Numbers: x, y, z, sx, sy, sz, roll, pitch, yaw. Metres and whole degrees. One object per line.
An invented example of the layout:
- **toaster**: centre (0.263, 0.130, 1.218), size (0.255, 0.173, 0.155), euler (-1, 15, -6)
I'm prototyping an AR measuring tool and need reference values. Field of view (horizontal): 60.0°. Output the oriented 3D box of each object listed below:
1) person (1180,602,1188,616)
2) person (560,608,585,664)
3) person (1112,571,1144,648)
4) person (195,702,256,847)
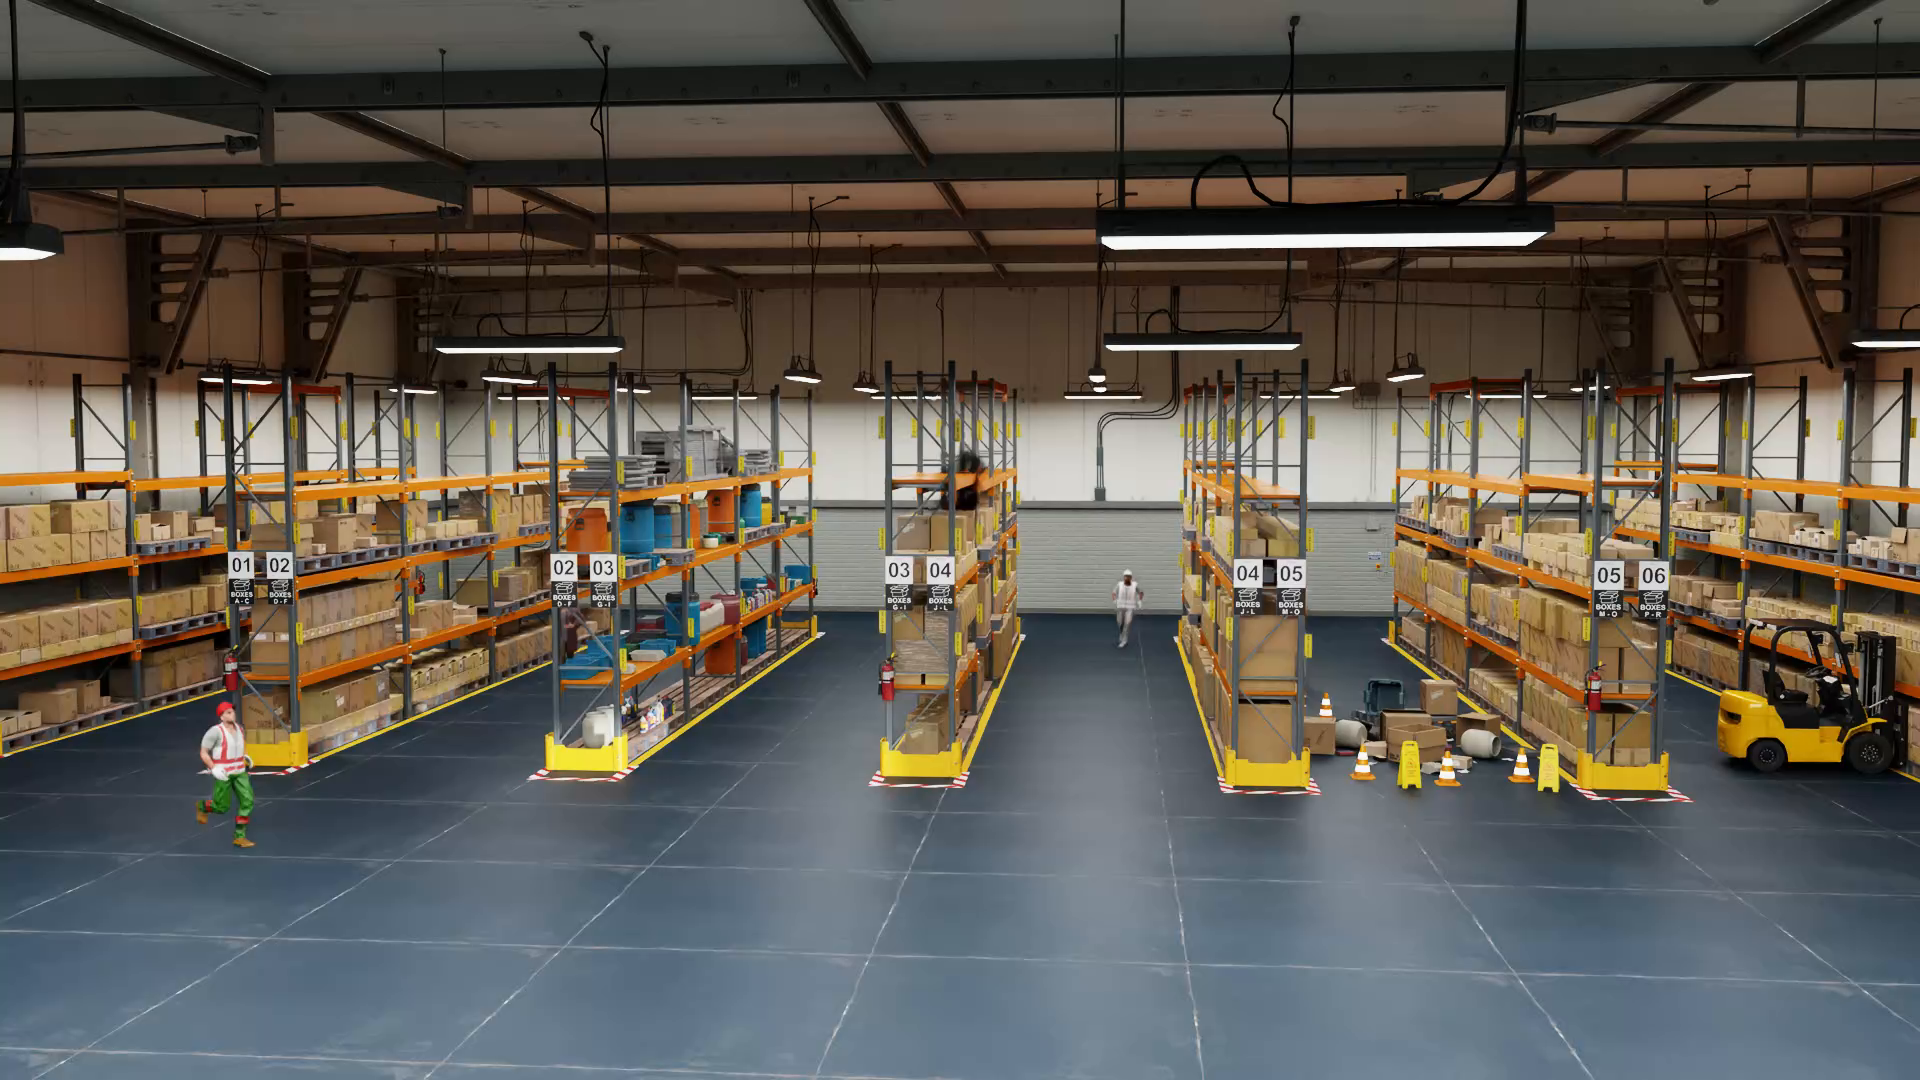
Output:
- **person**: centre (5.677, 1.574, 40.525), size (0.609, 1.568, 0.587), euler (1, 4, 13)
- **person**: centre (-7.686, 1.971, 32.559), size (0.686, 1.801, 0.935), euler (0, 4, 2)
- **person**: centre (3.882, 1.590, 38.593), size (0.717, 1.777, 0.936), euler (1, 4, 13)
- **person**: centre (-8.887, 2.824, 20.148), size (0.868, 1.739, 0.654), euler (2, 4, 31)
